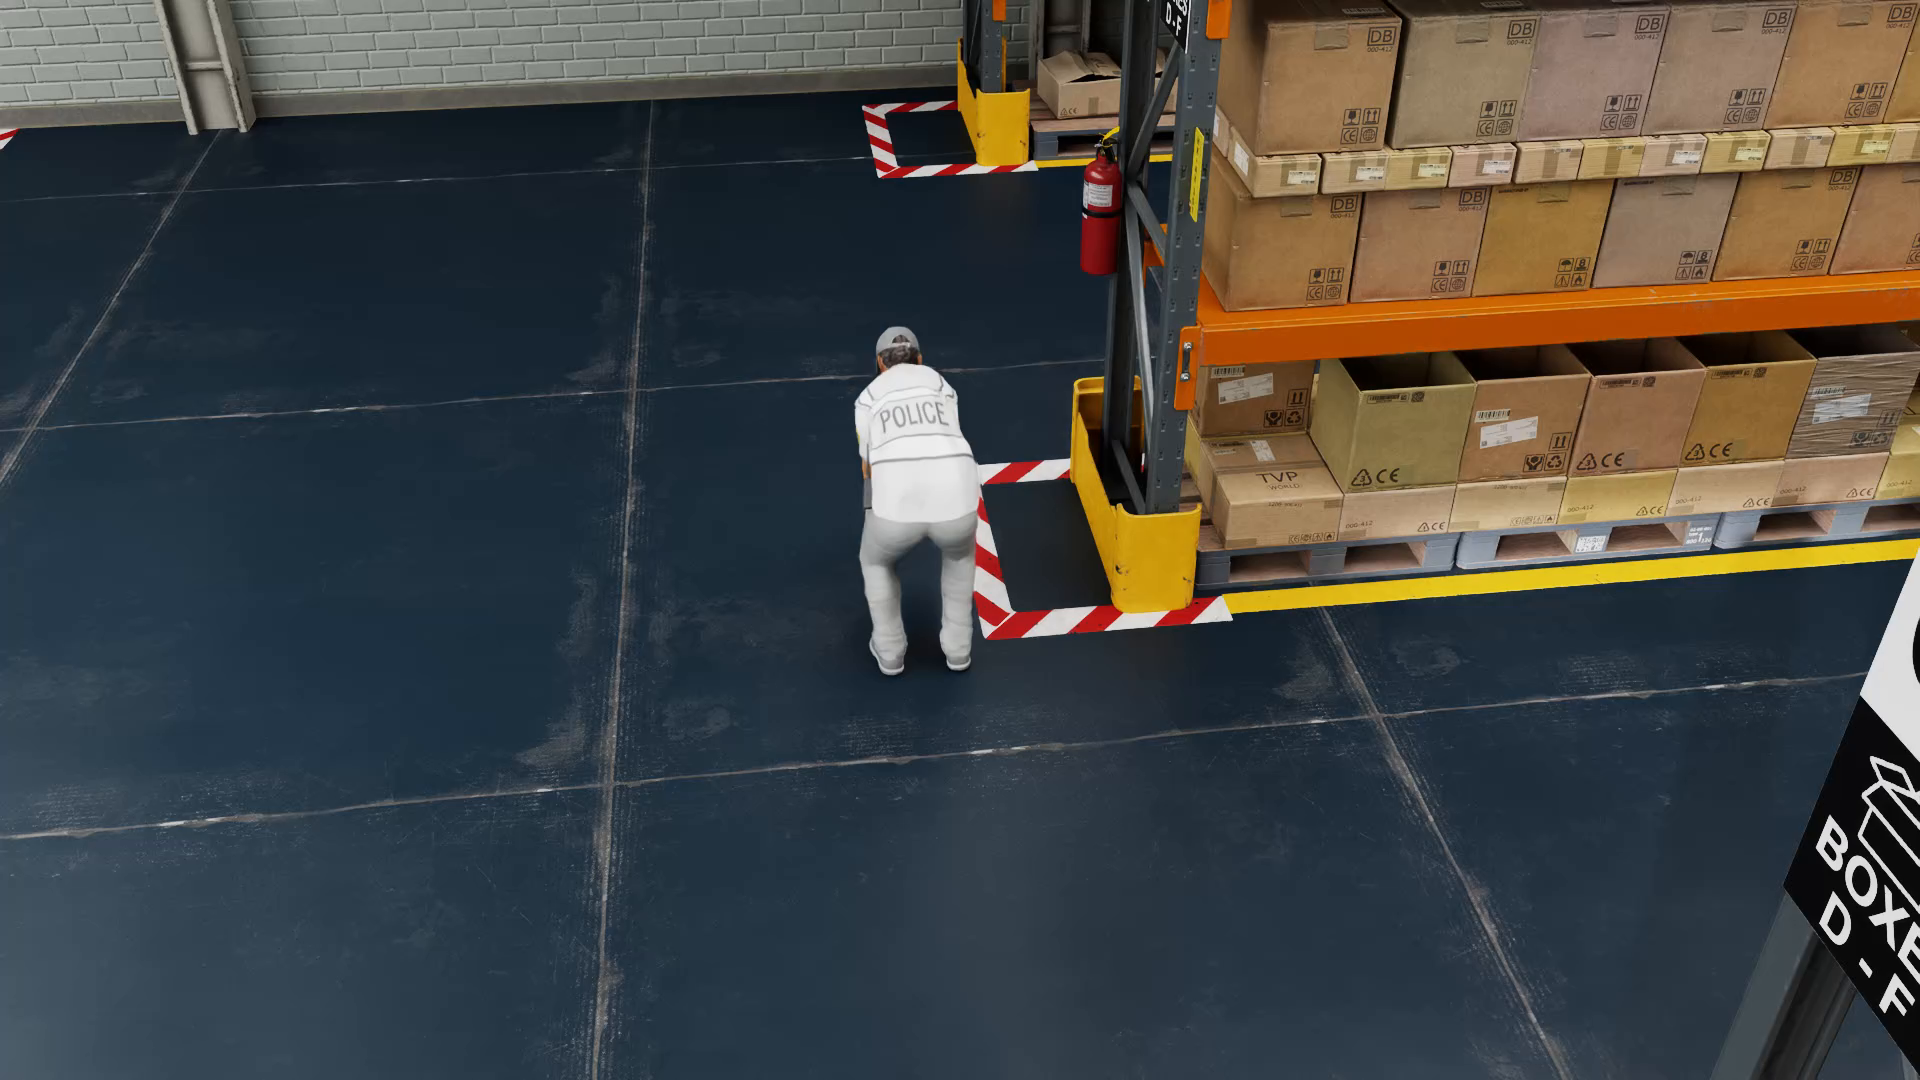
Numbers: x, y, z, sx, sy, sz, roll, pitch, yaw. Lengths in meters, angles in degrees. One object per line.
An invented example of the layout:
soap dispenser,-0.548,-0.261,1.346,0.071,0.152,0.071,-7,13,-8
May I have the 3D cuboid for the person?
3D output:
person,-0.185,-0.137,6.700,0.477,1.257,0.893,-6,35,-8
